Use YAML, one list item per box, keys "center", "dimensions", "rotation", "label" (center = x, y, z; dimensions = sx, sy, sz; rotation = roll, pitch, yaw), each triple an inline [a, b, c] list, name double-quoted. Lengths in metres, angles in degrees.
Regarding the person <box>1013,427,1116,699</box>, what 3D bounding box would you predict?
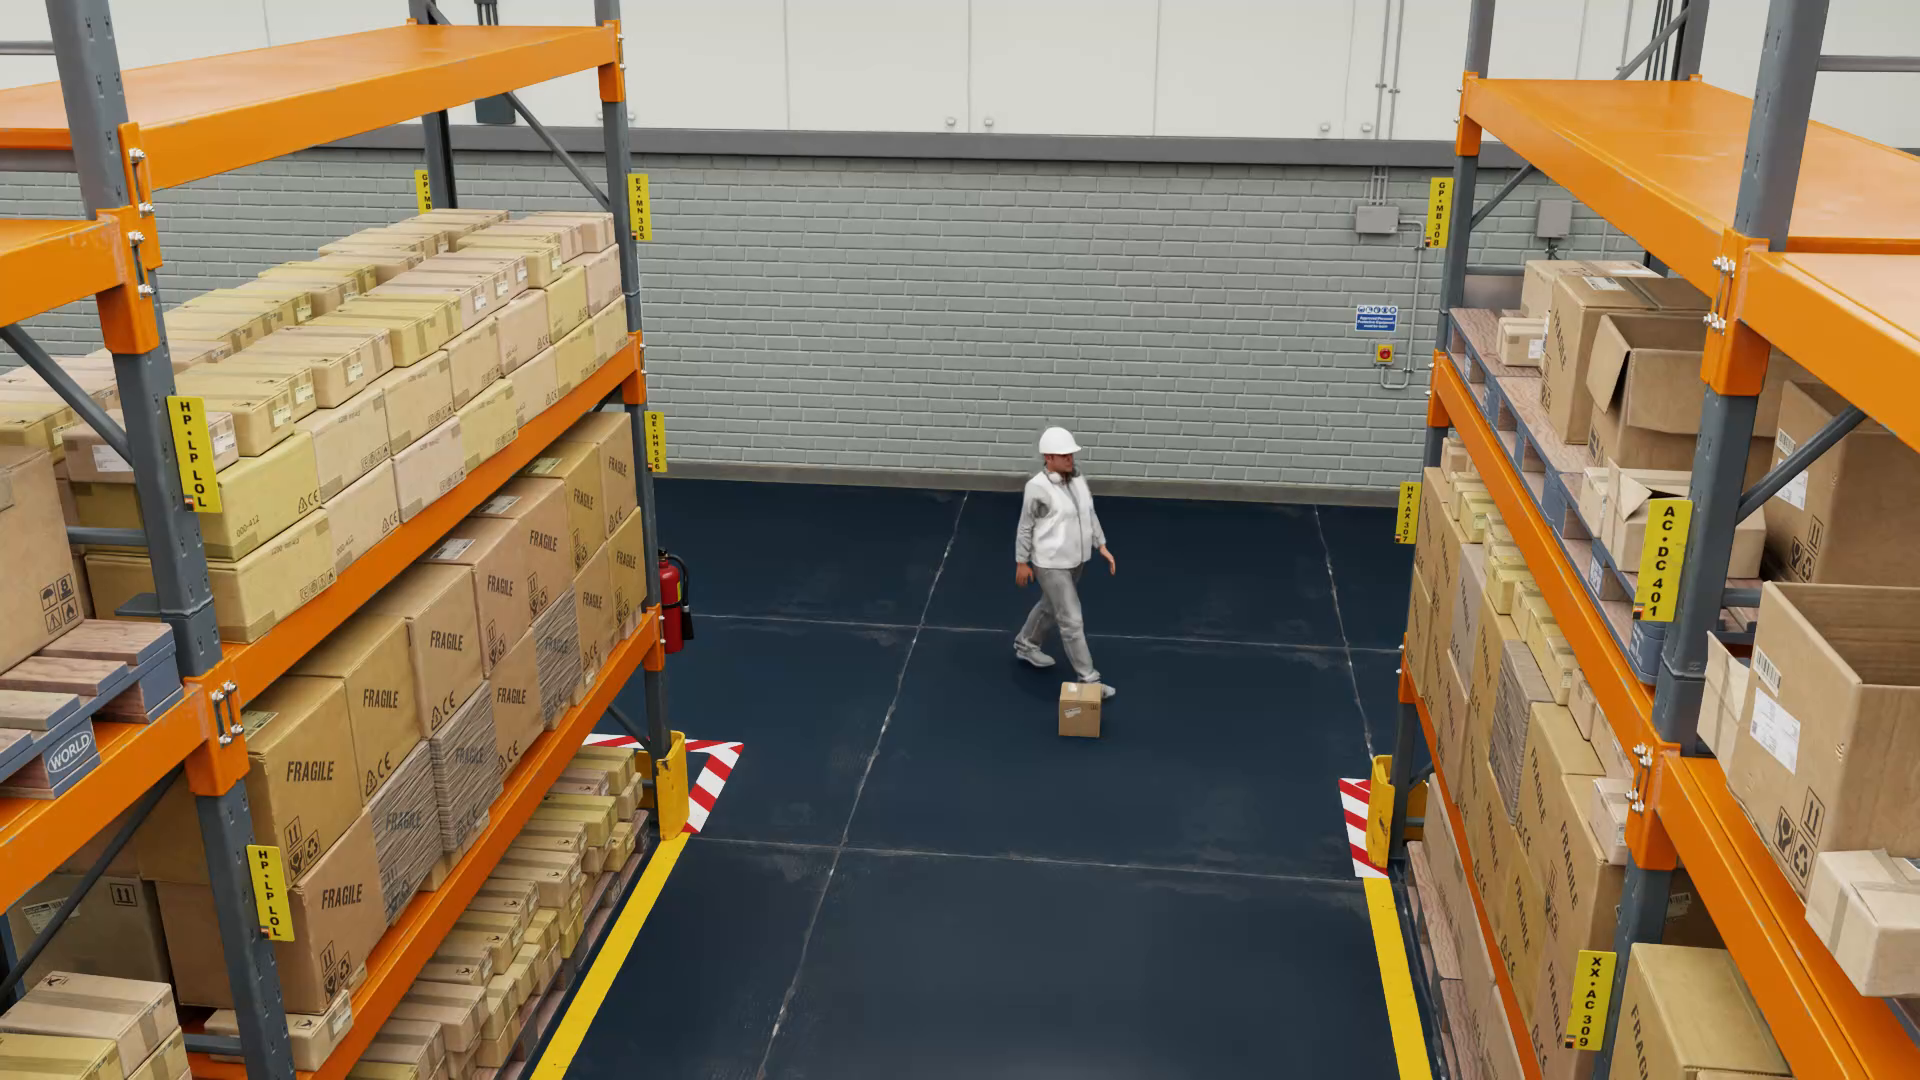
- center: [0.727, 0.122, 10.719]
  dimensions: [0.983, 1.722, 0.553]
  rotation: [17, 27, 37]
  label: "person"
